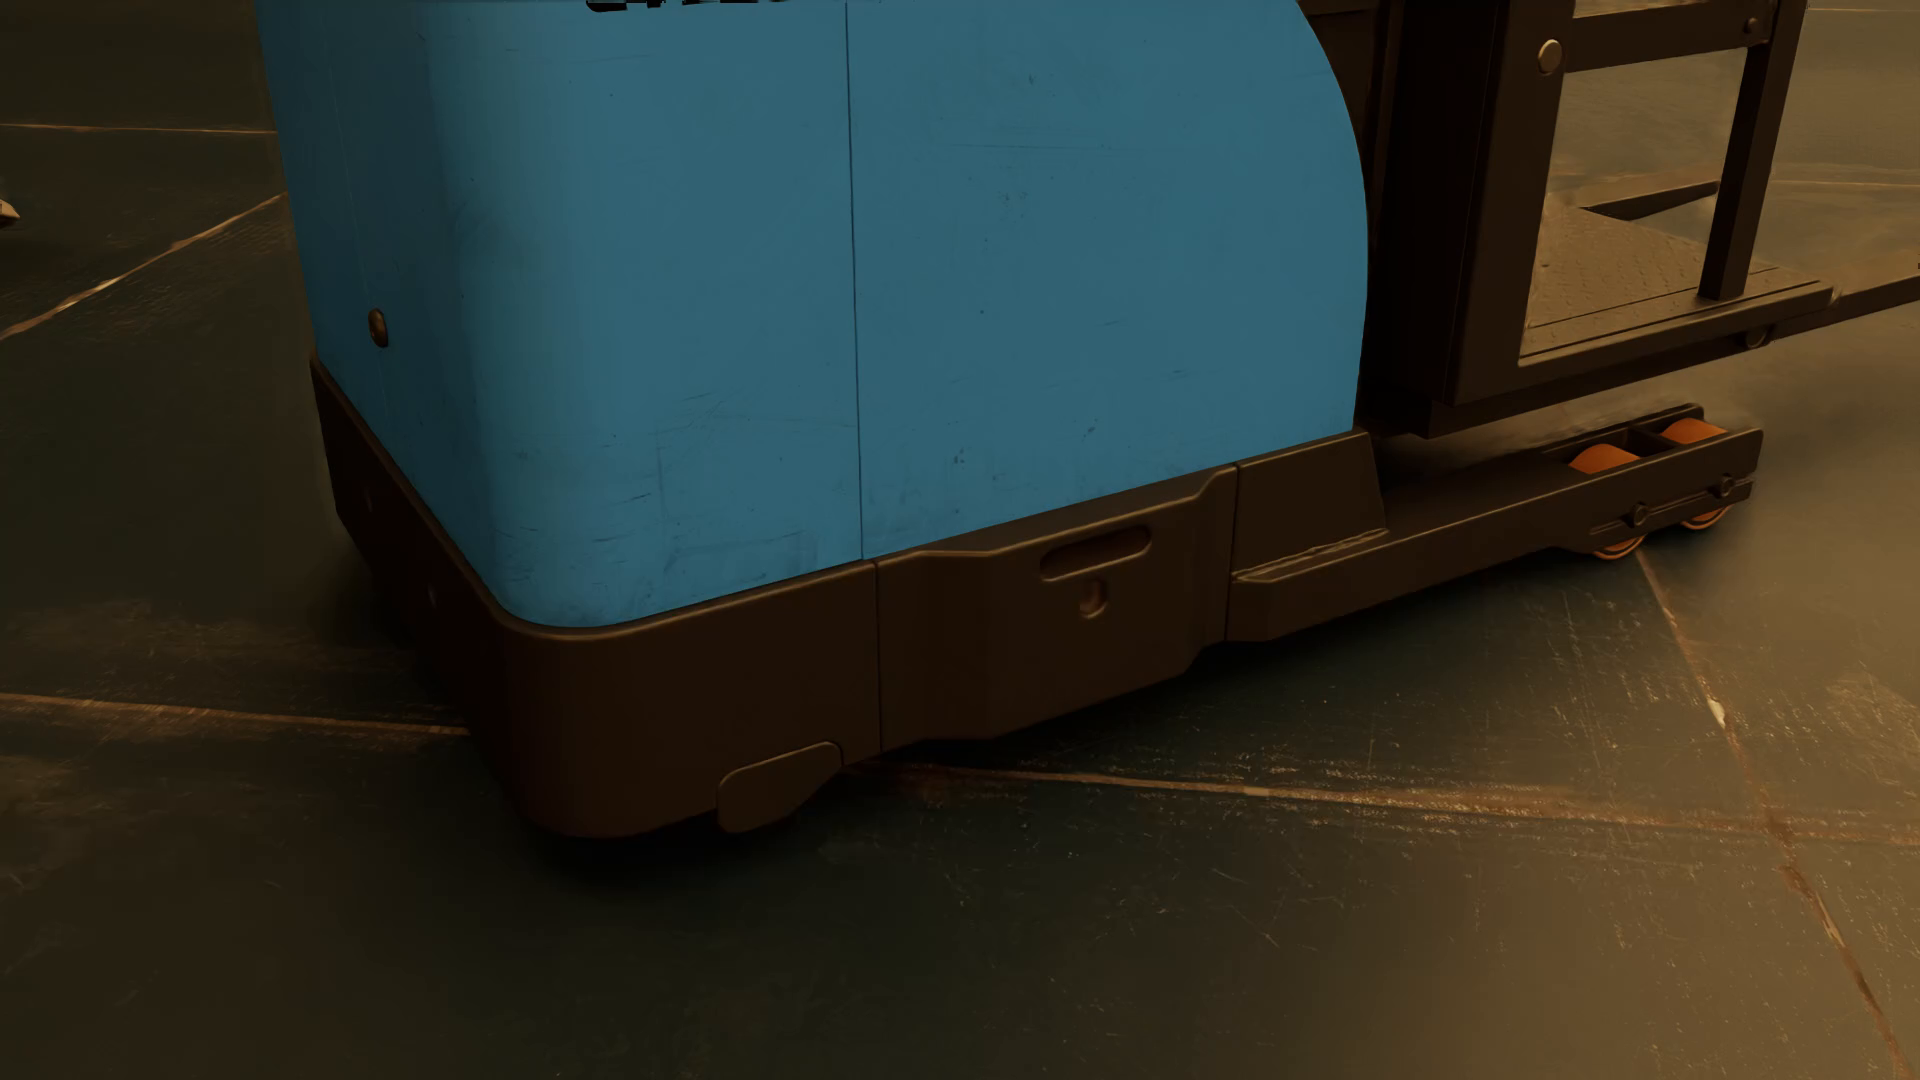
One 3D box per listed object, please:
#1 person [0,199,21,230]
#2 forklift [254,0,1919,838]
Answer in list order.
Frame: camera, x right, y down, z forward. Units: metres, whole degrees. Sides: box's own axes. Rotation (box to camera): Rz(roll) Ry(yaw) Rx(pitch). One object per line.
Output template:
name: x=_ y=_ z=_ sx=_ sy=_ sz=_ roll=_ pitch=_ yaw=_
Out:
person: x=-2.407 y=-1.245 z=3.315 sx=0.818 sy=1.547 sz=0.736 roll=-5 pitch=27 yaw=-10
forklift: x=0.615 y=-1.469 z=2.161 sx=3.031 sy=2.935 sz=1.130 roll=-15 pitch=30 yaw=-27
